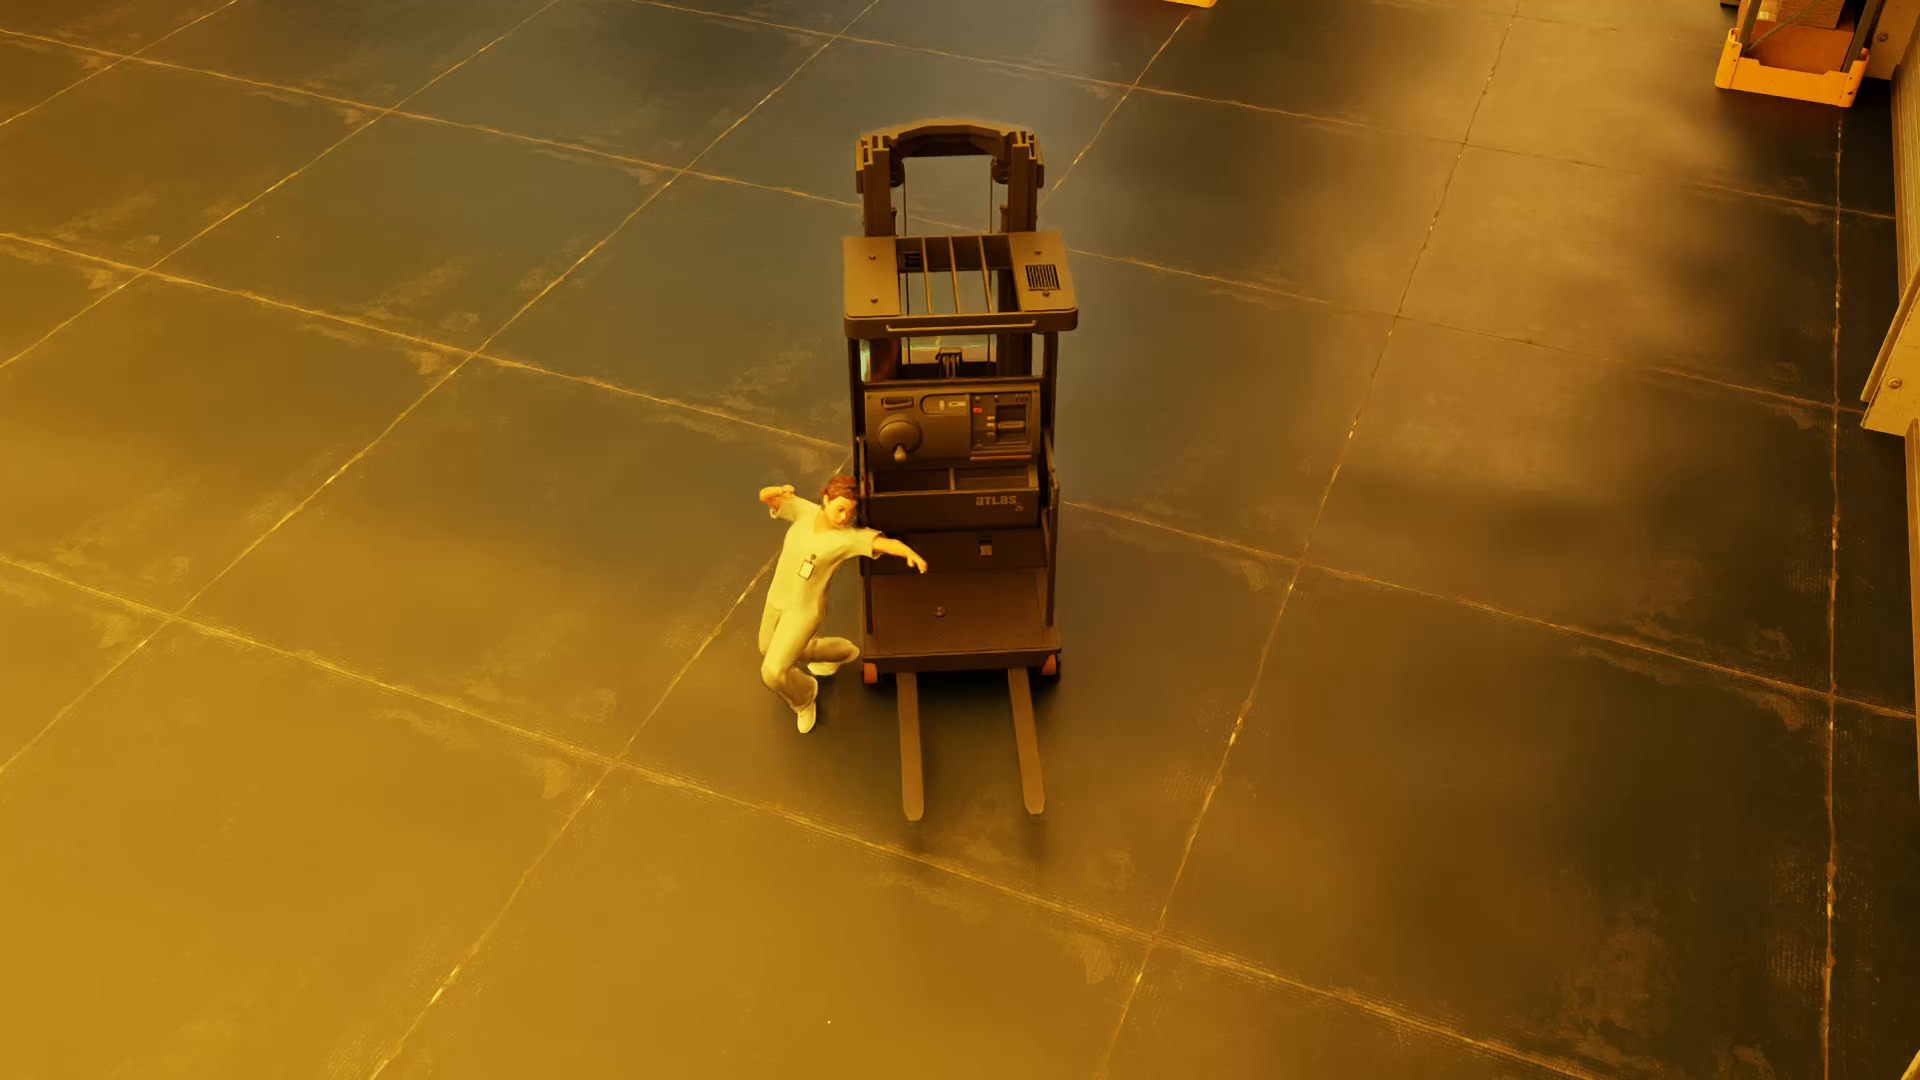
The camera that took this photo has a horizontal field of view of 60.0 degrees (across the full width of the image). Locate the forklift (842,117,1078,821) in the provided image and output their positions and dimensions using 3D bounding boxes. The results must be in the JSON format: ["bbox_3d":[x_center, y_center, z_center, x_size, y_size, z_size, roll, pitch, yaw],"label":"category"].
[{"bbox_3d":[-0.020,-0.540,8.651,1.130,2.935,3.031,-2,40,-3],"label":"forklift"}]

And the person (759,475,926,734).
[{"bbox_3d":[-0.686,0.390,8.643,0.805,1.535,0.984,-32,49,-32],"label":"person"}]
